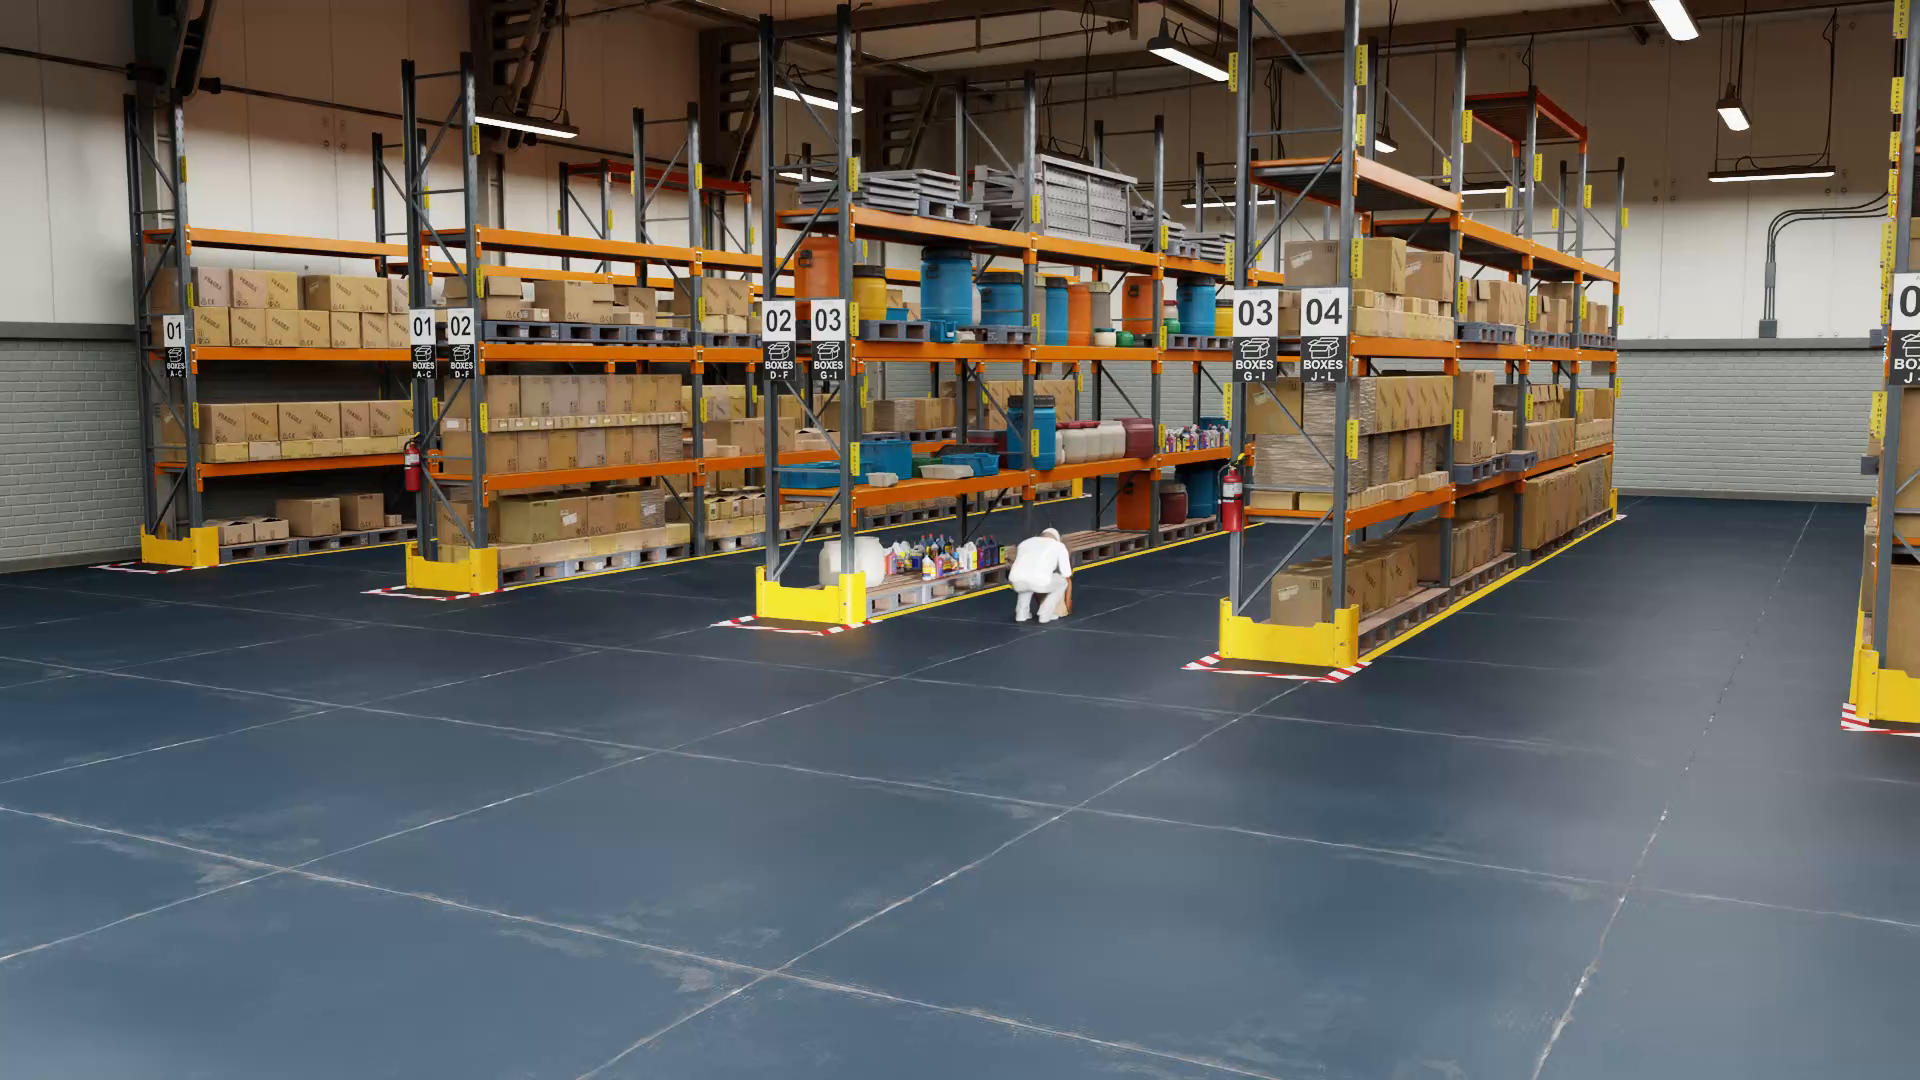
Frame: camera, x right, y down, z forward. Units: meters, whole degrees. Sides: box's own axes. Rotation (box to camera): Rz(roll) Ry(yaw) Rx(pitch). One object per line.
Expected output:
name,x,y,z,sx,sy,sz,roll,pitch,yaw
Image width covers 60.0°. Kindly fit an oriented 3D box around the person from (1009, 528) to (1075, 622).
person,0.797,0.354,16.871,0.560,0.895,0.895,3,7,29
